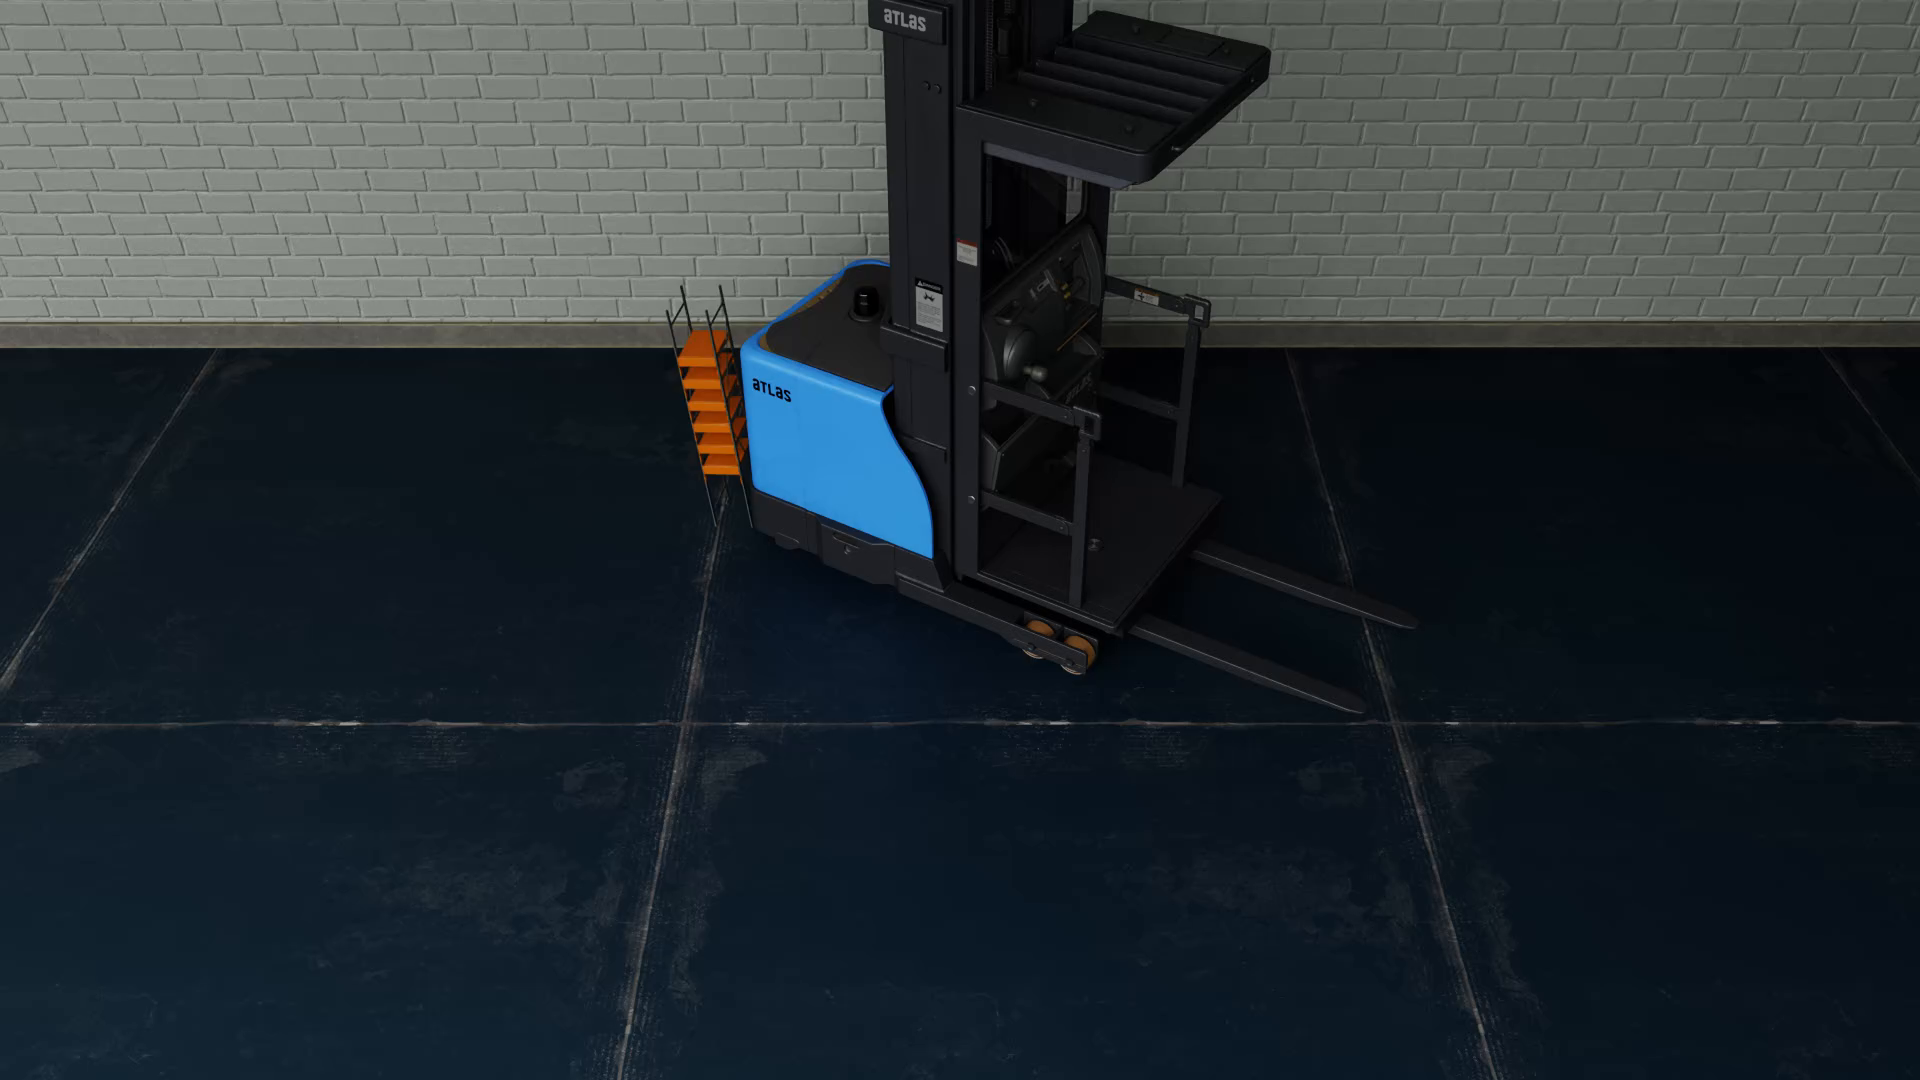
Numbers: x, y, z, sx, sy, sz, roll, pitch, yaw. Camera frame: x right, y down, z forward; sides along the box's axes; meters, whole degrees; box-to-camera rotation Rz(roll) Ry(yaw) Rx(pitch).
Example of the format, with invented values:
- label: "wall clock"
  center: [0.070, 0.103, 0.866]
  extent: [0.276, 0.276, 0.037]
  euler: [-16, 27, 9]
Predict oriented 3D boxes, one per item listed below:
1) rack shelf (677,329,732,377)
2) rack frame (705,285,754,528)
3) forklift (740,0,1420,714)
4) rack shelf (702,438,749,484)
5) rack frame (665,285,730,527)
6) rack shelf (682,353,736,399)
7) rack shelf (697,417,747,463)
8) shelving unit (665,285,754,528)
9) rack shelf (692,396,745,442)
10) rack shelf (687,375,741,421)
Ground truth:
- label: "rack shelf"
  center: [-1.162, -0.856, 7.592]
  extent: [0.180, 0.103, 0.258]
  euler: [2, 38, 11]
- label: "rack frame"
  center: [-1.043, -0.605, 7.767]
  extent: [0.006, 1.200, 0.240]
  euler: [2, 38, 11]
- label: "forklift"
  center: [0.529, -0.939, 6.824]
  extent: [3.031, 2.935, 1.130]
  euler: [21, 43, 24]
- label: "rack shelf"
  center: [-1.106, -0.384, 7.958]
  extent: [0.180, 0.103, 0.258]
  euler: [2, 38, 11]
- label: "rack frame"
  center: [-1.222, -0.610, 7.801]
  extent: [0.006, 1.200, 0.240]
  euler: [2, 38, 11]
- label: "rack shelf"
  center: [-1.151, -0.762, 7.665]
  extent: [0.180, 0.103, 0.258]
  euler: [2, 38, 11]
- label: "rack shelf"
  center: [-1.117, -0.479, 7.885]
  extent: [0.180, 0.103, 0.258]
  euler: [2, 38, 11]
- label: "shelving unit"
  center: [-1.132, -0.608, 7.784]
  extent: [0.189, 1.200, 0.258]
  euler: [2, 38, 11]
- label: "rack shelf"
  center: [-1.128, -0.573, 7.811]
  extent: [0.180, 0.103, 0.258]
  euler: [2, 38, 11]
- label: "rack shelf"
  center: [-1.140, -0.667, 7.738]
  extent: [0.180, 0.103, 0.258]
  euler: [2, 38, 11]
